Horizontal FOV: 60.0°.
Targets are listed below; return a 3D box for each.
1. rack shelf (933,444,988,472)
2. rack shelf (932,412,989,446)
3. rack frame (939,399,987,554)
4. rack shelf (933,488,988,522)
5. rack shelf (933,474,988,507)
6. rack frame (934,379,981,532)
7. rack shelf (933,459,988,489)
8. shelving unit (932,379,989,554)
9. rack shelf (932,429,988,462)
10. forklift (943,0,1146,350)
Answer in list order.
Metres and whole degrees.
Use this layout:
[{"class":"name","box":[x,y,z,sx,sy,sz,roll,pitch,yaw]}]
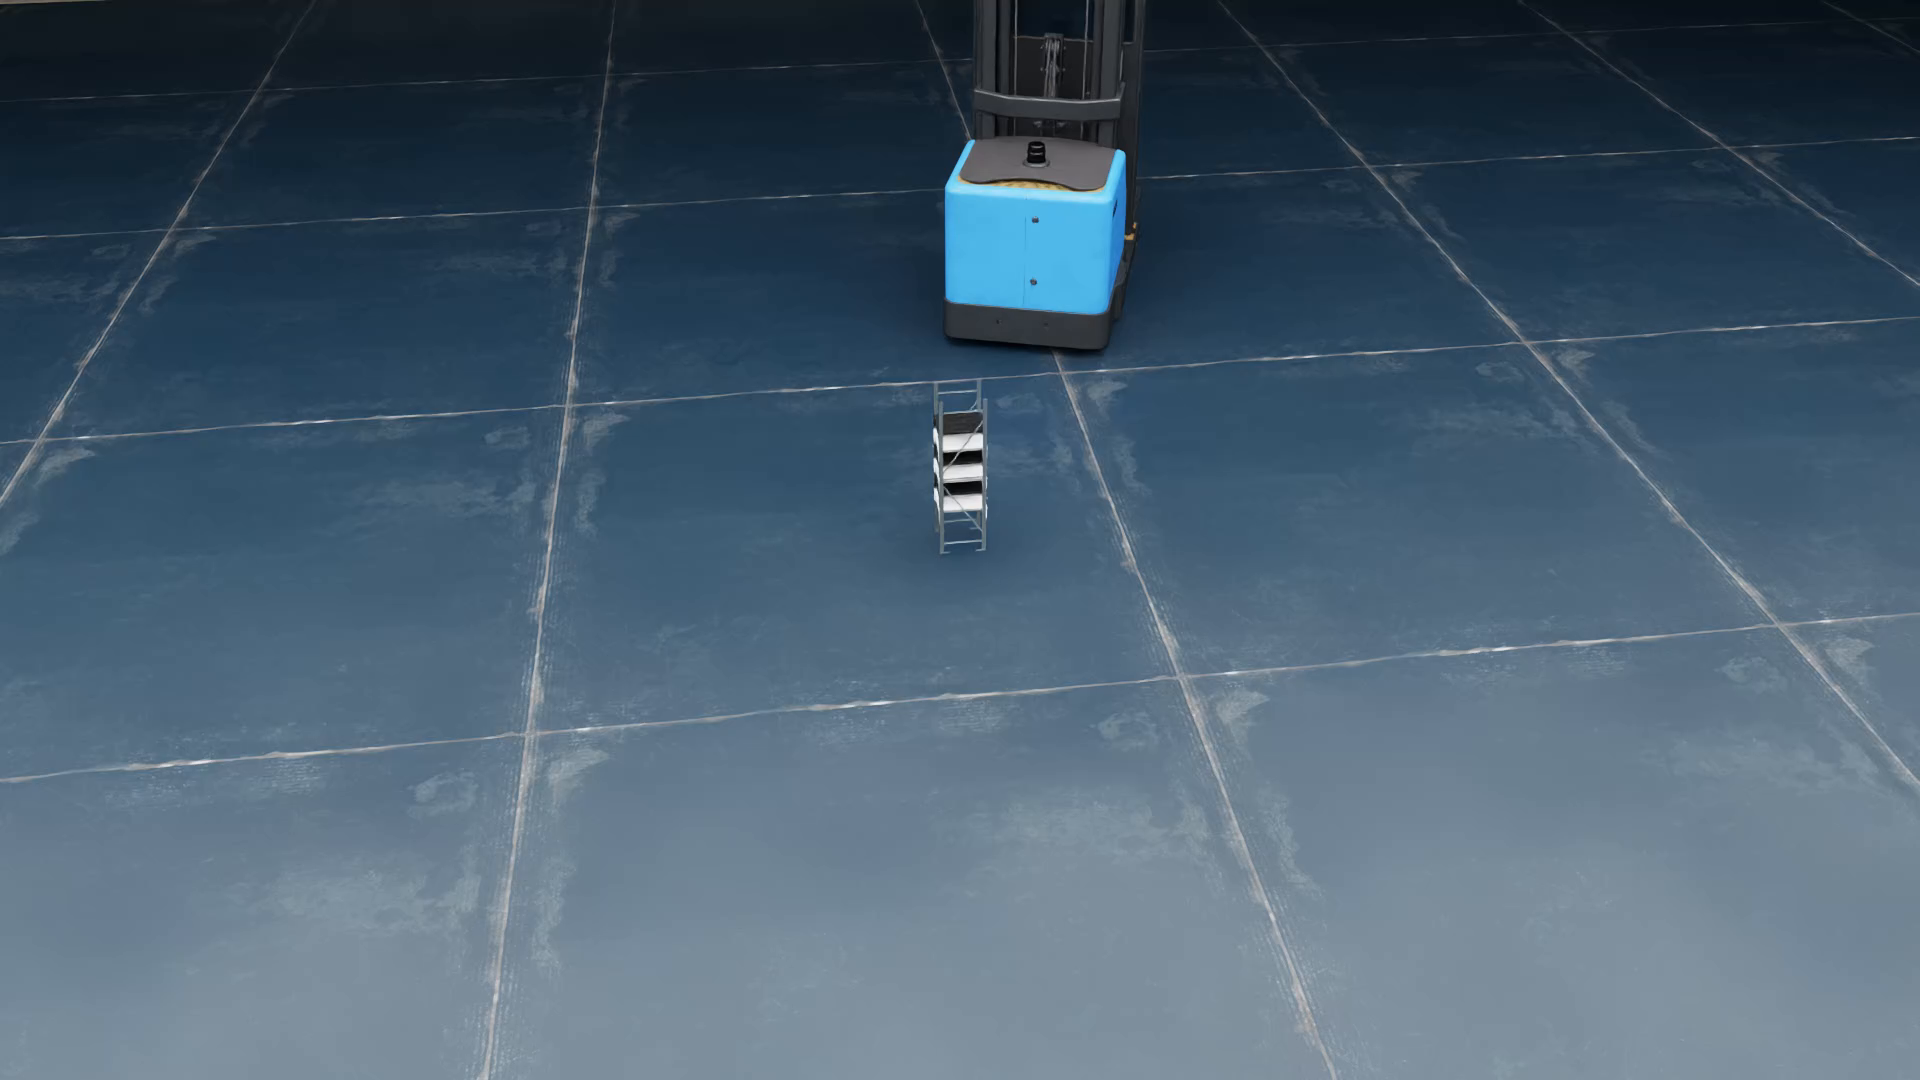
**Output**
[{"class":"rack shelf","box":[0.001,-0.414,8.458,0.258,0.077,0.200,-4,35,-6]},{"class":"rack shelf","box":[0.001,-0.563,8.357,0.258,0.077,0.200,-4,35,-6]},{"class":"rack frame","box":[0.015,-0.311,8.407,0.240,0.900,0.006,-4,35,-6]},{"class":"rack shelf","box":[0.001,-0.191,8.610,0.258,0.077,0.200,-4,35,-6]},{"class":"rack shelf","box":[0.001,-0.265,8.559,0.258,0.077,0.200,-4,35,-6]},{"class":"rack frame","box":[-0.013,-0.424,8.573,0.240,0.900,0.006,-4,35,-6]},{"class":"rack shelf","box":[0.001,-0.340,8.509,0.258,0.077,0.200,-4,35,-6]},{"class":"shelving unit","box":[0.001,-0.367,8.490,0.258,0.900,0.210,-4,35,-6]},{"class":"rack shelf","box":[0.001,-0.489,8.407,0.258,0.077,0.200,-4,35,-6]},{"class":"forklift","box":[0.673,-3.220,10.873,1.130,2.935,3.031,6,35,9]}]
